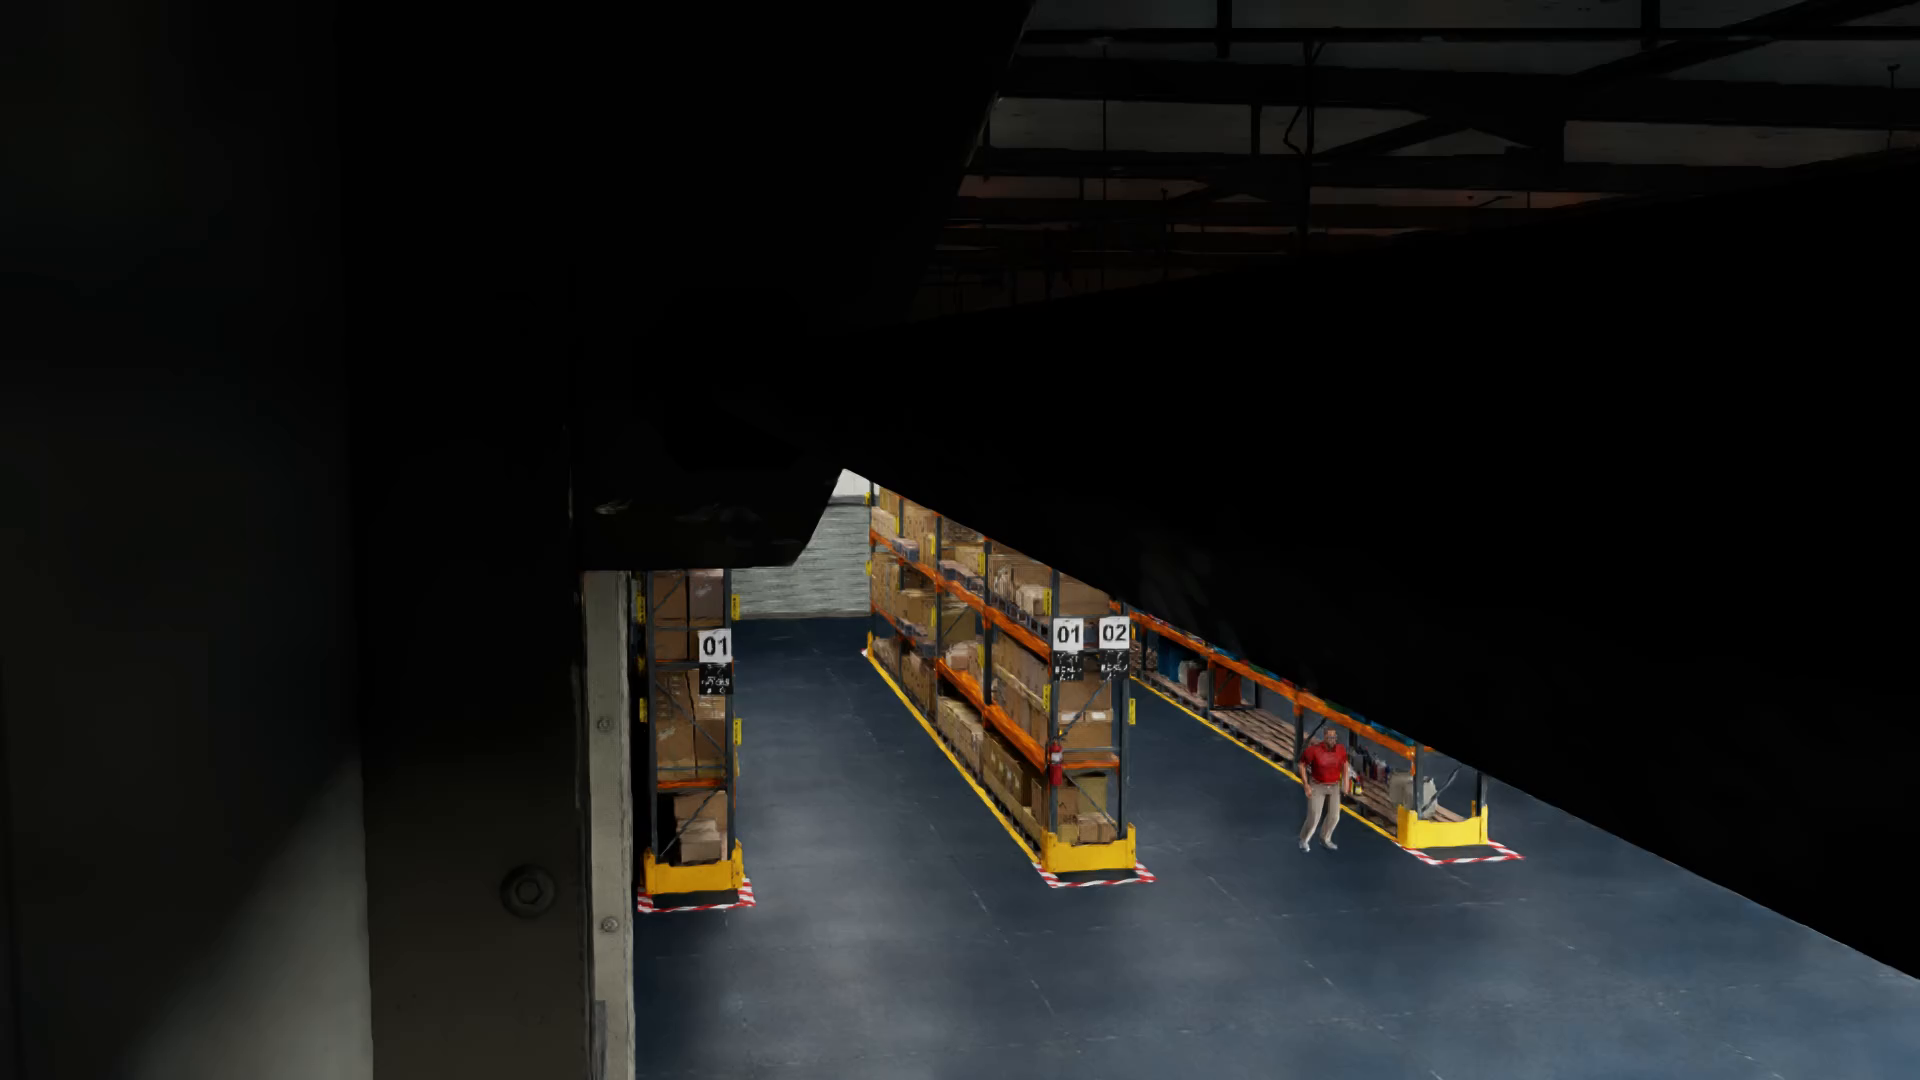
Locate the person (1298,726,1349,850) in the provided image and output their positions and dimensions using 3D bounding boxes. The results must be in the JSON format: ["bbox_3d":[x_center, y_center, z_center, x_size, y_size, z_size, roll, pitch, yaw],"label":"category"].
[{"bbox_3d":[4.753,3.236,21.738,0.682,1.676,0.529,-1,6,-12],"label":"person"}]
